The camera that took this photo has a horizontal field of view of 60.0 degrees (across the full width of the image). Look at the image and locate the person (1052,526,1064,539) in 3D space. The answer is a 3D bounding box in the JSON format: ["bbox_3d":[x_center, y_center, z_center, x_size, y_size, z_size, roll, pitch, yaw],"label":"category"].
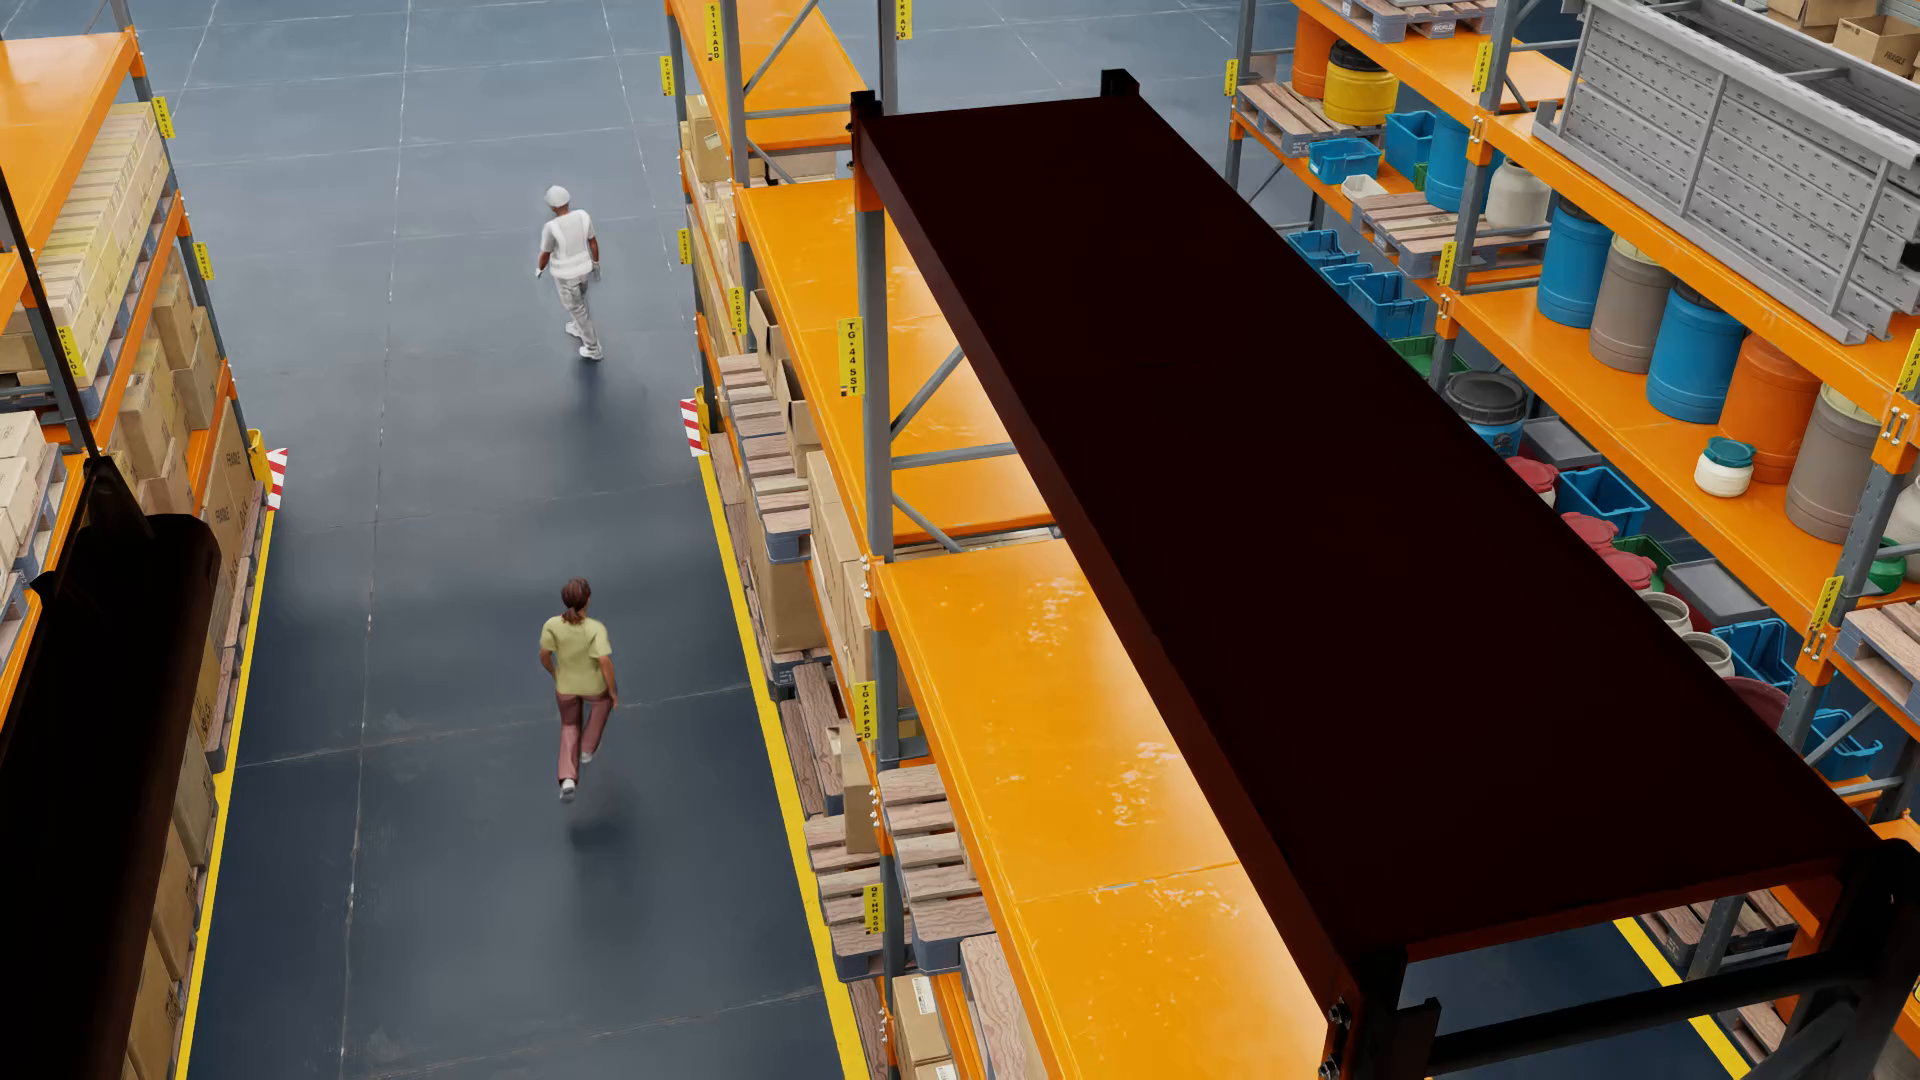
[{"bbox_3d":[1.070,-0.753,13.600,0.596,1.764,0.543,-1,34,-2],"label":"person"}]

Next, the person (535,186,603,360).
[{"bbox_3d":[-3.895,-2.686,16.425,0.823,1.749,0.597,22,40,29],"label":"person"}]

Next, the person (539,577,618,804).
[{"bbox_3d":[-2.514,0.988,11.023,0.508,1.582,0.771,1,34,2],"label":"person"}]
